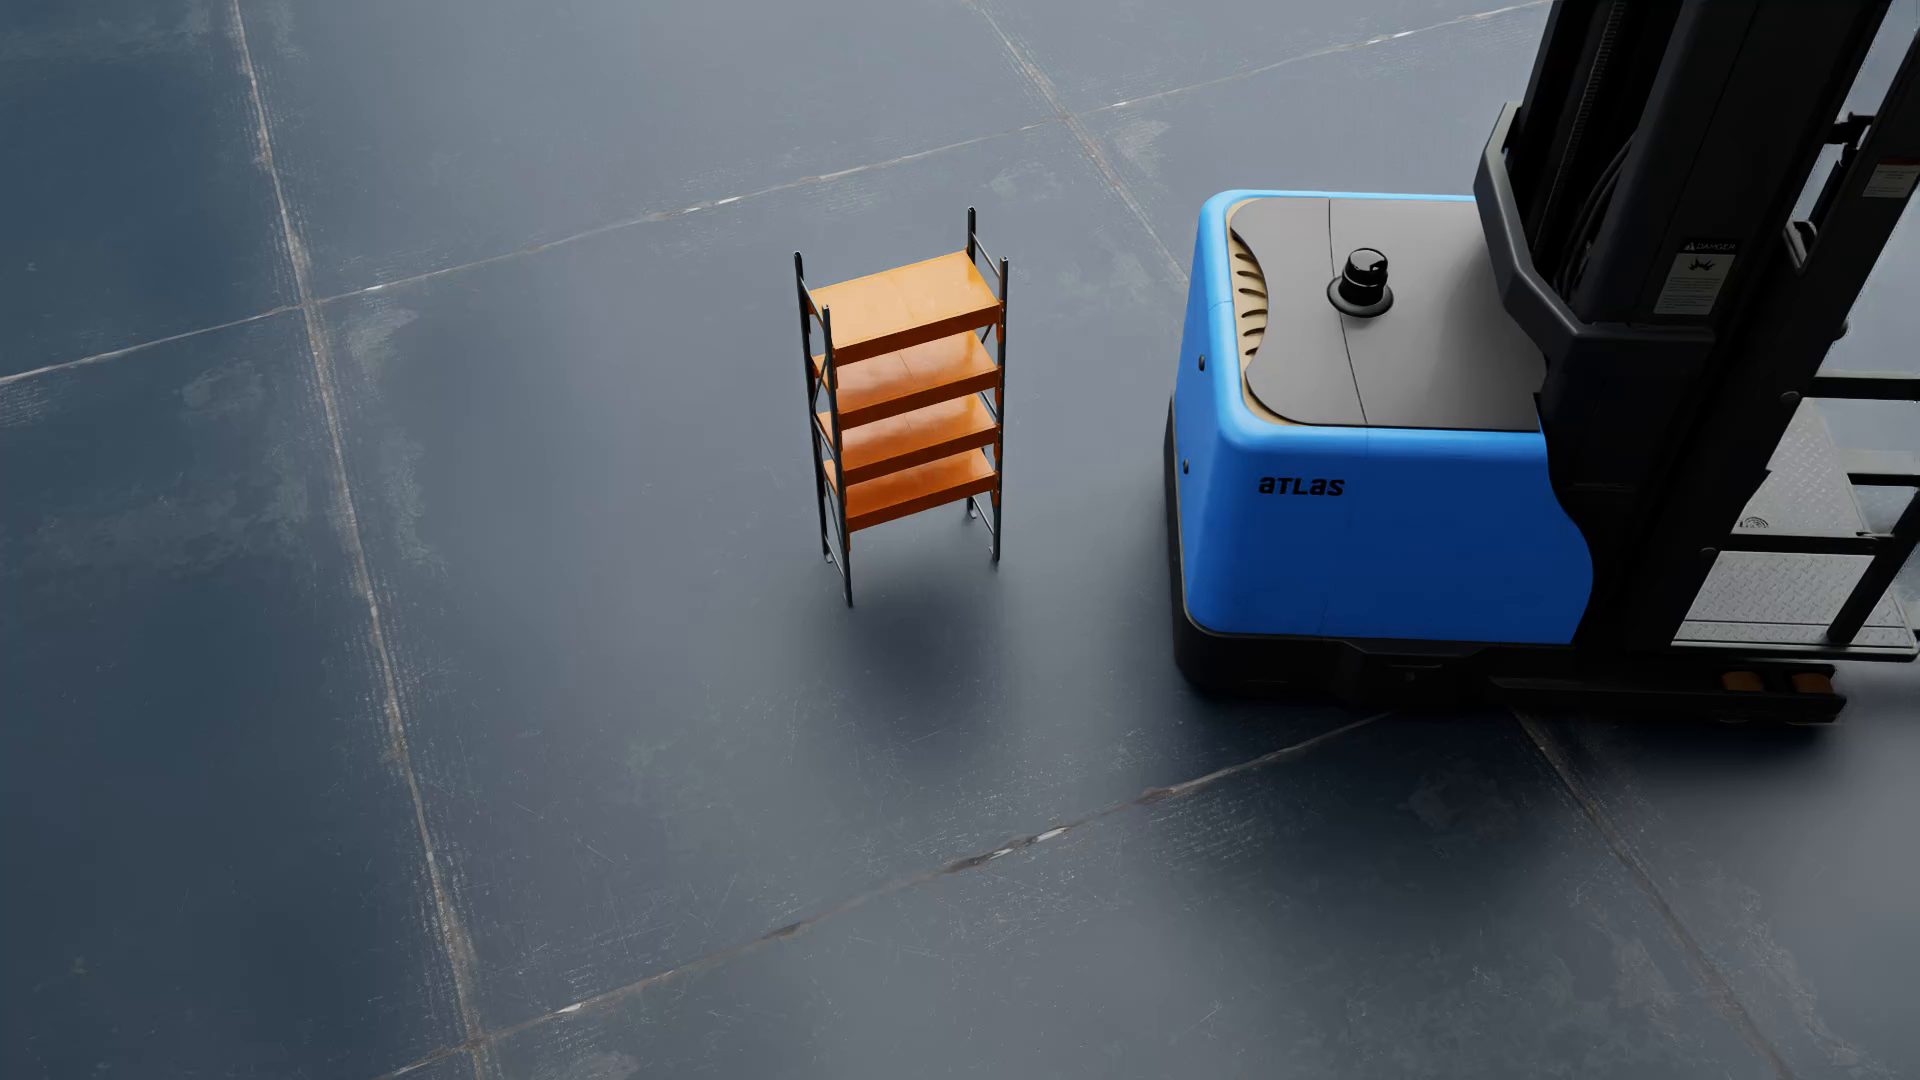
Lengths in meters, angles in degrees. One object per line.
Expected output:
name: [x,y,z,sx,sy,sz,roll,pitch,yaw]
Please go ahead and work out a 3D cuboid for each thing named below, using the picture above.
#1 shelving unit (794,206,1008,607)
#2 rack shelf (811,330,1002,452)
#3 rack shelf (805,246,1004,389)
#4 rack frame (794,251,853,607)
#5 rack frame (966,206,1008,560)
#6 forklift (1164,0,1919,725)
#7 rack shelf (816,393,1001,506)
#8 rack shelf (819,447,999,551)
shelving unit: [-0.153,-0.343,4.754,0.503,1.200,0.258,-17,52,-14]
rack shelf: [-0.153,-0.445,4.635,0.480,0.148,0.258,-17,52,-14]
rack shelf: [-0.153,-0.599,4.456,0.480,0.148,0.258,-17,52,-14]
rack frame: [-0.379,-0.273,4.694,0.015,1.200,0.240,-17,52,-14]
rack frame: [0.073,-0.413,4.814,0.015,1.200,0.240,-17,52,-14]
forklift: [2.159,-0.837,4.037,3.031,2.935,1.130,2,49,2]
rack shelf: [-0.153,-0.300,4.805,0.480,0.148,0.258,-17,52,-14]
rack shelf: [-0.153,-0.170,4.956,0.480,0.148,0.258,-17,52,-14]
